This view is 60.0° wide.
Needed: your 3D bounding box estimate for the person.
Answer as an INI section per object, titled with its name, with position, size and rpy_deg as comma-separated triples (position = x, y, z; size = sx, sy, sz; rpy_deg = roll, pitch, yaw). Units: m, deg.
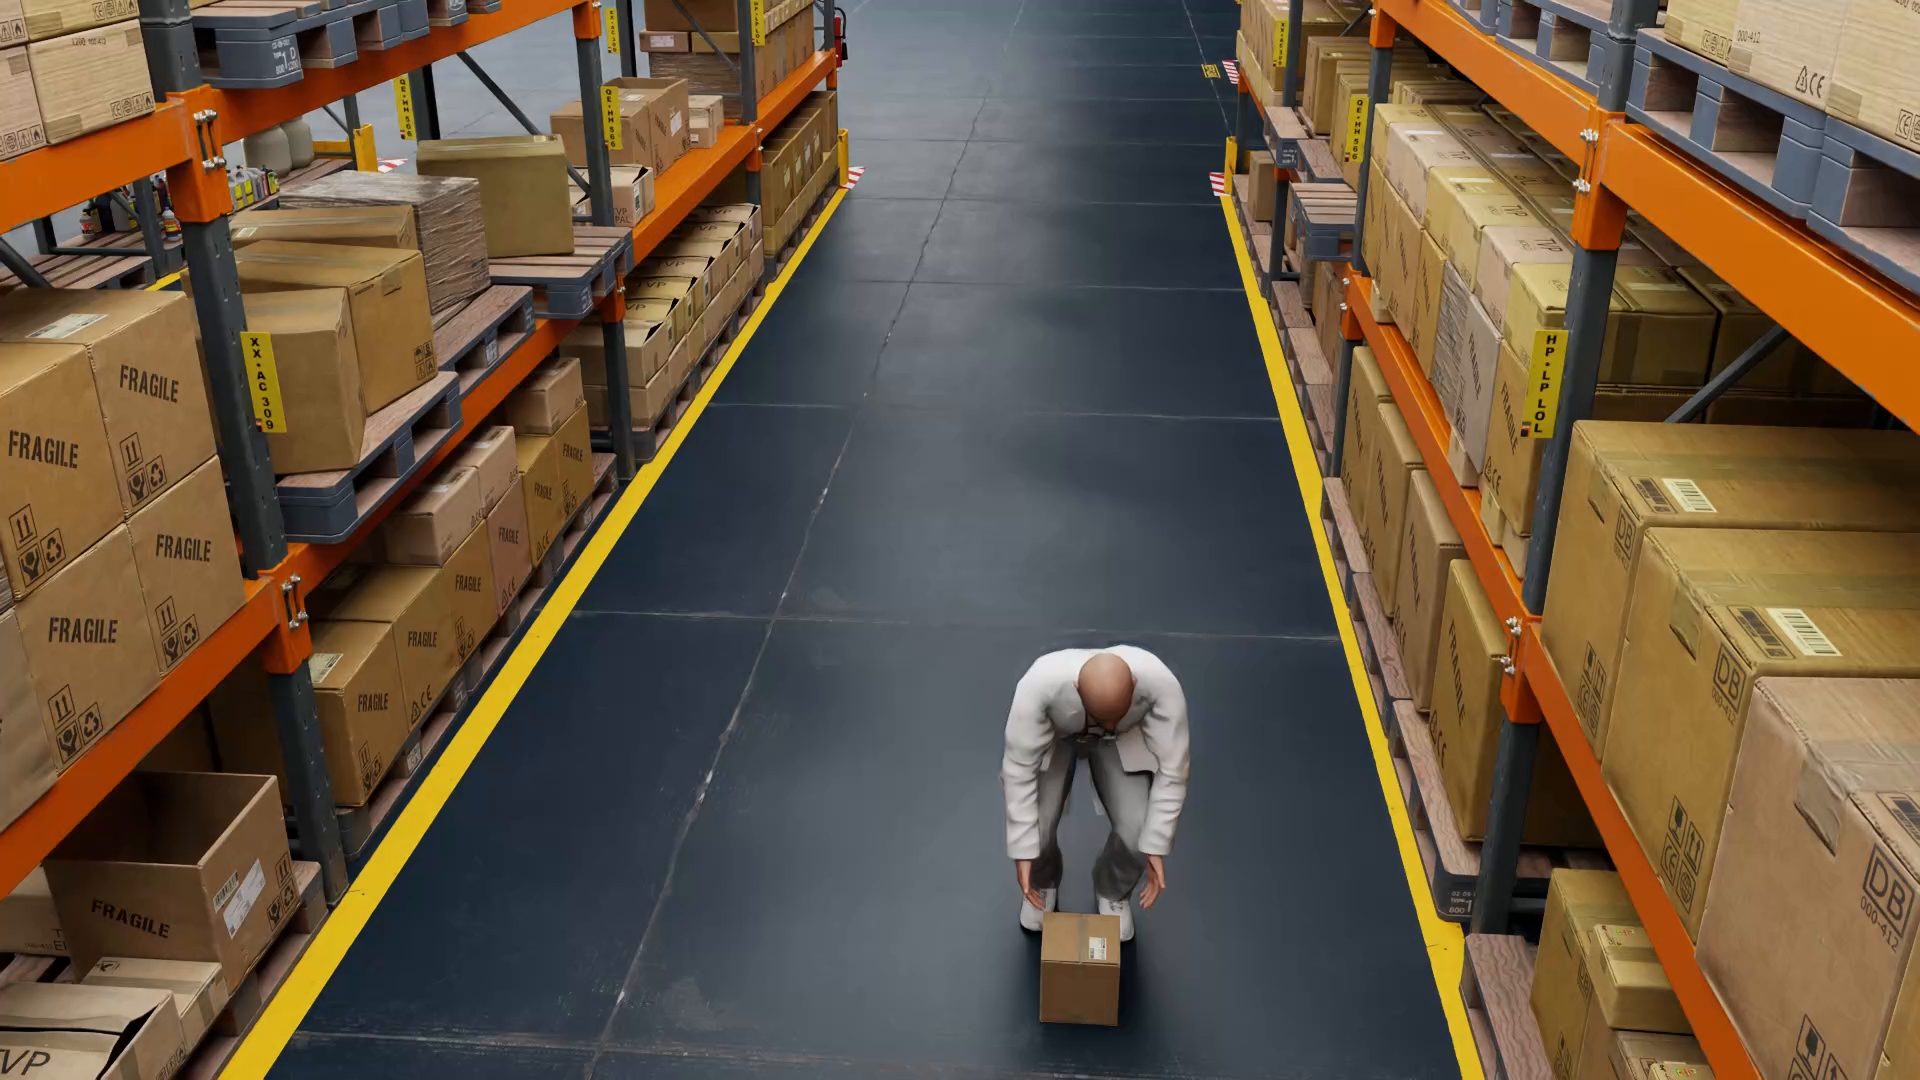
[person]
position = 0.443, 0.780, 5.580
size = 0.628, 1.211, 0.814
rpy_deg = 2, 24, 4
